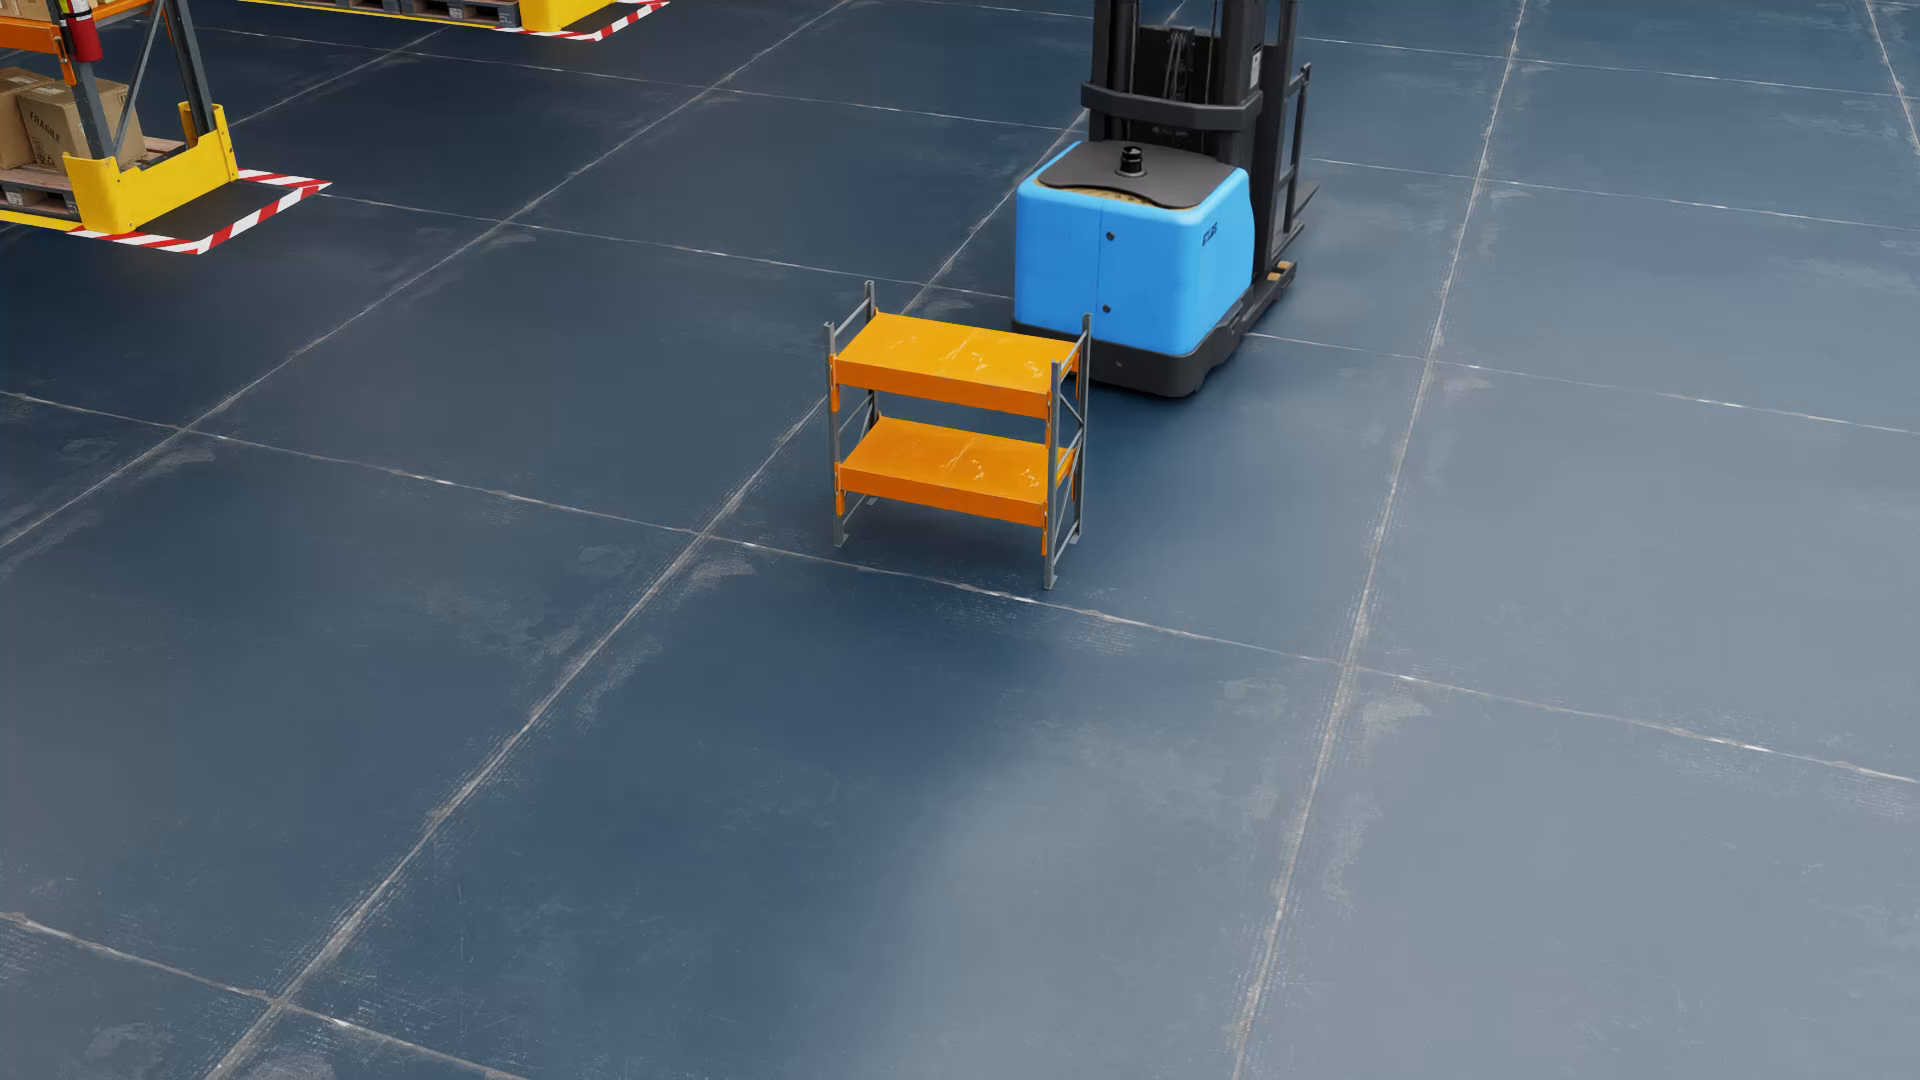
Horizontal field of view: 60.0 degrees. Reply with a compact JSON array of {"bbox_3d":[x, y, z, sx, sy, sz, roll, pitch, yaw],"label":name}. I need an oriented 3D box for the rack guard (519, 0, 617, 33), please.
[{"bbox_3d":[-3.554,-5.012,15.052,0.348,0.500,1.175,11,34,16],"label":"rack guard"}]

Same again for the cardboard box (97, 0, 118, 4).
[{"bbox_3d":[-5.533,-3.621,10.824,0.250,0.149,0.380,11,34,16],"label":"cardboard box"}]

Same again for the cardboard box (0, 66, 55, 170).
[{"bbox_3d":[-6.502,-2.894,11.384,0.500,0.500,0.500,21,38,29],"label":"cardboard box"}]

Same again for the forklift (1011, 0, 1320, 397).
[{"bbox_3d":[1.397,-2.766,9.332,1.130,2.935,3.031,15,36,22],"label":"forklift"}]

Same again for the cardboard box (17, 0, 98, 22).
[{"bbox_3d":[-5.683,-3.394,10.473,0.250,0.149,0.380,11,34,16],"label":"cardboard box"}]

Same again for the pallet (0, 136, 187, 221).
[{"bbox_3d":[-6.169,-2.562,11.523,1.213,0.211,1.003,11,34,16],"label":"pallet"}]

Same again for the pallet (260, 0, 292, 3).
[{"bbox_3d":[-6.653,-5.448,15.994,1.213,0.211,1.003,11,34,16],"label":"pallet"}]

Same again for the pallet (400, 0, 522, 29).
[{"bbox_3d":[-4.356,-5.002,15.302,1.213,0.211,1.003,11,34,16],"label":"pallet"}]

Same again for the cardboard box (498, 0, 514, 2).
[{"bbox_3d":[-4.237,-5.441,14.983,0.875,0.875,0.875,11,35,17],"label":"cardboard box"}]

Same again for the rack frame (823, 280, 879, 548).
[{"bbox_3d":[-0.485,-0.567,7.591,0.032,1.125,0.500,11,34,16],"label":"rack frame"}]

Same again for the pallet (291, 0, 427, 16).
[{"bbox_3d":[-5.500,-5.226,15.649,1.213,0.211,1.003,11,34,16],"label":"pallet"}]

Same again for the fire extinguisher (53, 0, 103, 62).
[{"bbox_3d":[-5.393,-3.264,10.111,0.183,0.674,0.296,11,34,16],"label":"fire extinguisher"}]

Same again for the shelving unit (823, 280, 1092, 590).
[{"bbox_3d":[-0.006,-0.474,7.447,1.048,1.125,0.538,11,34,16],"label":"shelving unit"}]

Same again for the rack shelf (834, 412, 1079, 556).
[{"bbox_3d":[-0.006,-0.268,7.579,1.000,0.278,0.538,11,34,16],"label":"rack shelf"}]

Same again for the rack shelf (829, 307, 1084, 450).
[{"bbox_3d":[-0.006,-0.720,7.288,1.000,0.278,0.538,11,34,16],"label":"rack shelf"}]

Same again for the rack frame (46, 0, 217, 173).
[{"bbox_3d":[-5.345,-3.553,10.487,0.127,3.000,1.000,11,34,16],"label":"rack frame"}]

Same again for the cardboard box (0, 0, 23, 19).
[{"bbox_3d":[-5.918,-3.440,10.544,0.250,0.149,0.380,11,34,16],"label":"cardboard box"}]

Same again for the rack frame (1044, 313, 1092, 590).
[{"bbox_3d":[0.472,-0.381,7.303,0.032,1.125,0.500,11,34,16],"label":"rack frame"}]

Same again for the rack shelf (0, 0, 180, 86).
[{"bbox_3d":[-7.228,-3.616,11.249,4.000,0.370,1.077,11,34,16],"label":"rack shelf"}]

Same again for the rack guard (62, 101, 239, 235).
[{"bbox_3d":[-5.417,-2.516,11.187,0.348,0.500,1.175,11,34,16],"label":"rack guard"}]

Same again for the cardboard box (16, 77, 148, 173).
[{"bbox_3d":[-5.927,-2.802,11.241,0.500,0.500,0.500,18,37,25],"label":"cardboard box"}]
